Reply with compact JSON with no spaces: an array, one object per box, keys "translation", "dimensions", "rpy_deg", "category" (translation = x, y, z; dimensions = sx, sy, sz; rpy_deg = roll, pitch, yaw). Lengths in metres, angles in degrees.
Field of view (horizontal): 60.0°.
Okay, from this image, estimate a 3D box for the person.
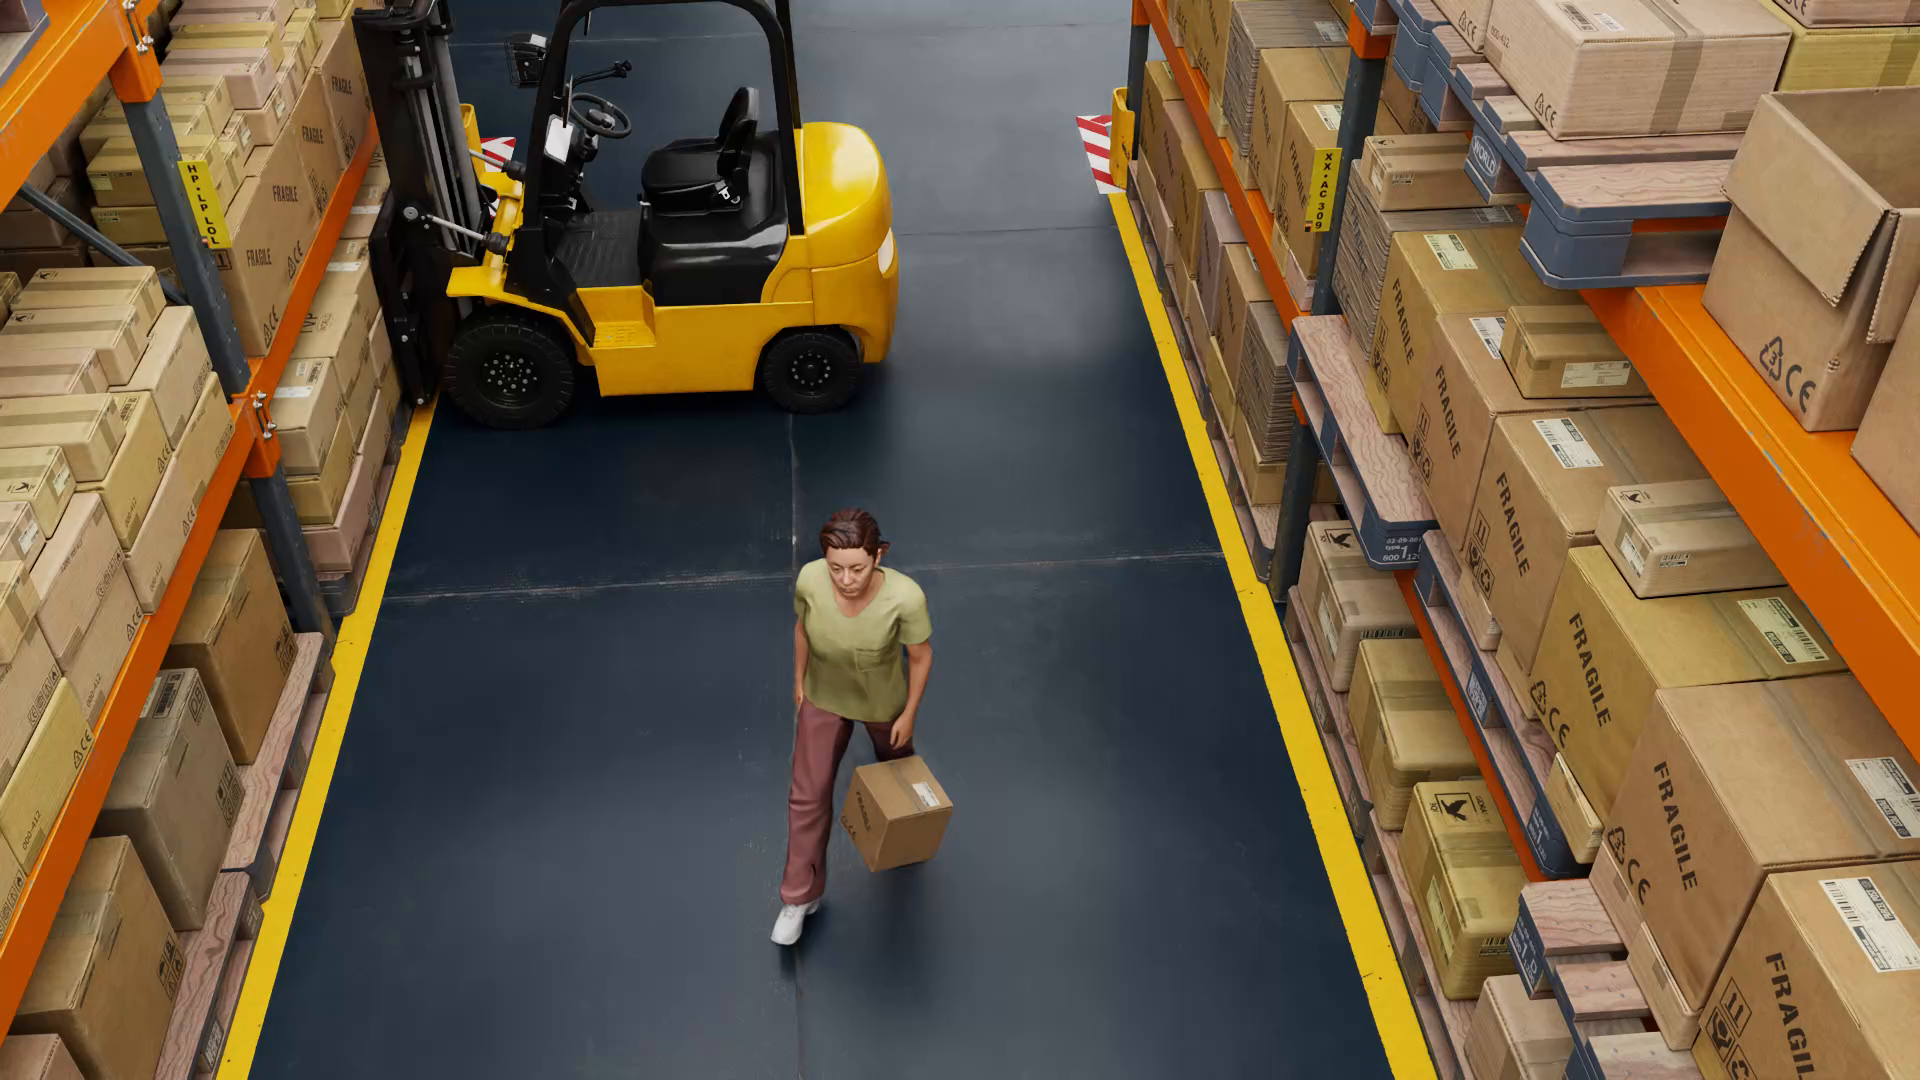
[{"translation":[-0.341,0.561,5.469],"dimensions":[0.499,1.631,0.864],"rpy_deg":[5,40,7],"category":"person"}]
